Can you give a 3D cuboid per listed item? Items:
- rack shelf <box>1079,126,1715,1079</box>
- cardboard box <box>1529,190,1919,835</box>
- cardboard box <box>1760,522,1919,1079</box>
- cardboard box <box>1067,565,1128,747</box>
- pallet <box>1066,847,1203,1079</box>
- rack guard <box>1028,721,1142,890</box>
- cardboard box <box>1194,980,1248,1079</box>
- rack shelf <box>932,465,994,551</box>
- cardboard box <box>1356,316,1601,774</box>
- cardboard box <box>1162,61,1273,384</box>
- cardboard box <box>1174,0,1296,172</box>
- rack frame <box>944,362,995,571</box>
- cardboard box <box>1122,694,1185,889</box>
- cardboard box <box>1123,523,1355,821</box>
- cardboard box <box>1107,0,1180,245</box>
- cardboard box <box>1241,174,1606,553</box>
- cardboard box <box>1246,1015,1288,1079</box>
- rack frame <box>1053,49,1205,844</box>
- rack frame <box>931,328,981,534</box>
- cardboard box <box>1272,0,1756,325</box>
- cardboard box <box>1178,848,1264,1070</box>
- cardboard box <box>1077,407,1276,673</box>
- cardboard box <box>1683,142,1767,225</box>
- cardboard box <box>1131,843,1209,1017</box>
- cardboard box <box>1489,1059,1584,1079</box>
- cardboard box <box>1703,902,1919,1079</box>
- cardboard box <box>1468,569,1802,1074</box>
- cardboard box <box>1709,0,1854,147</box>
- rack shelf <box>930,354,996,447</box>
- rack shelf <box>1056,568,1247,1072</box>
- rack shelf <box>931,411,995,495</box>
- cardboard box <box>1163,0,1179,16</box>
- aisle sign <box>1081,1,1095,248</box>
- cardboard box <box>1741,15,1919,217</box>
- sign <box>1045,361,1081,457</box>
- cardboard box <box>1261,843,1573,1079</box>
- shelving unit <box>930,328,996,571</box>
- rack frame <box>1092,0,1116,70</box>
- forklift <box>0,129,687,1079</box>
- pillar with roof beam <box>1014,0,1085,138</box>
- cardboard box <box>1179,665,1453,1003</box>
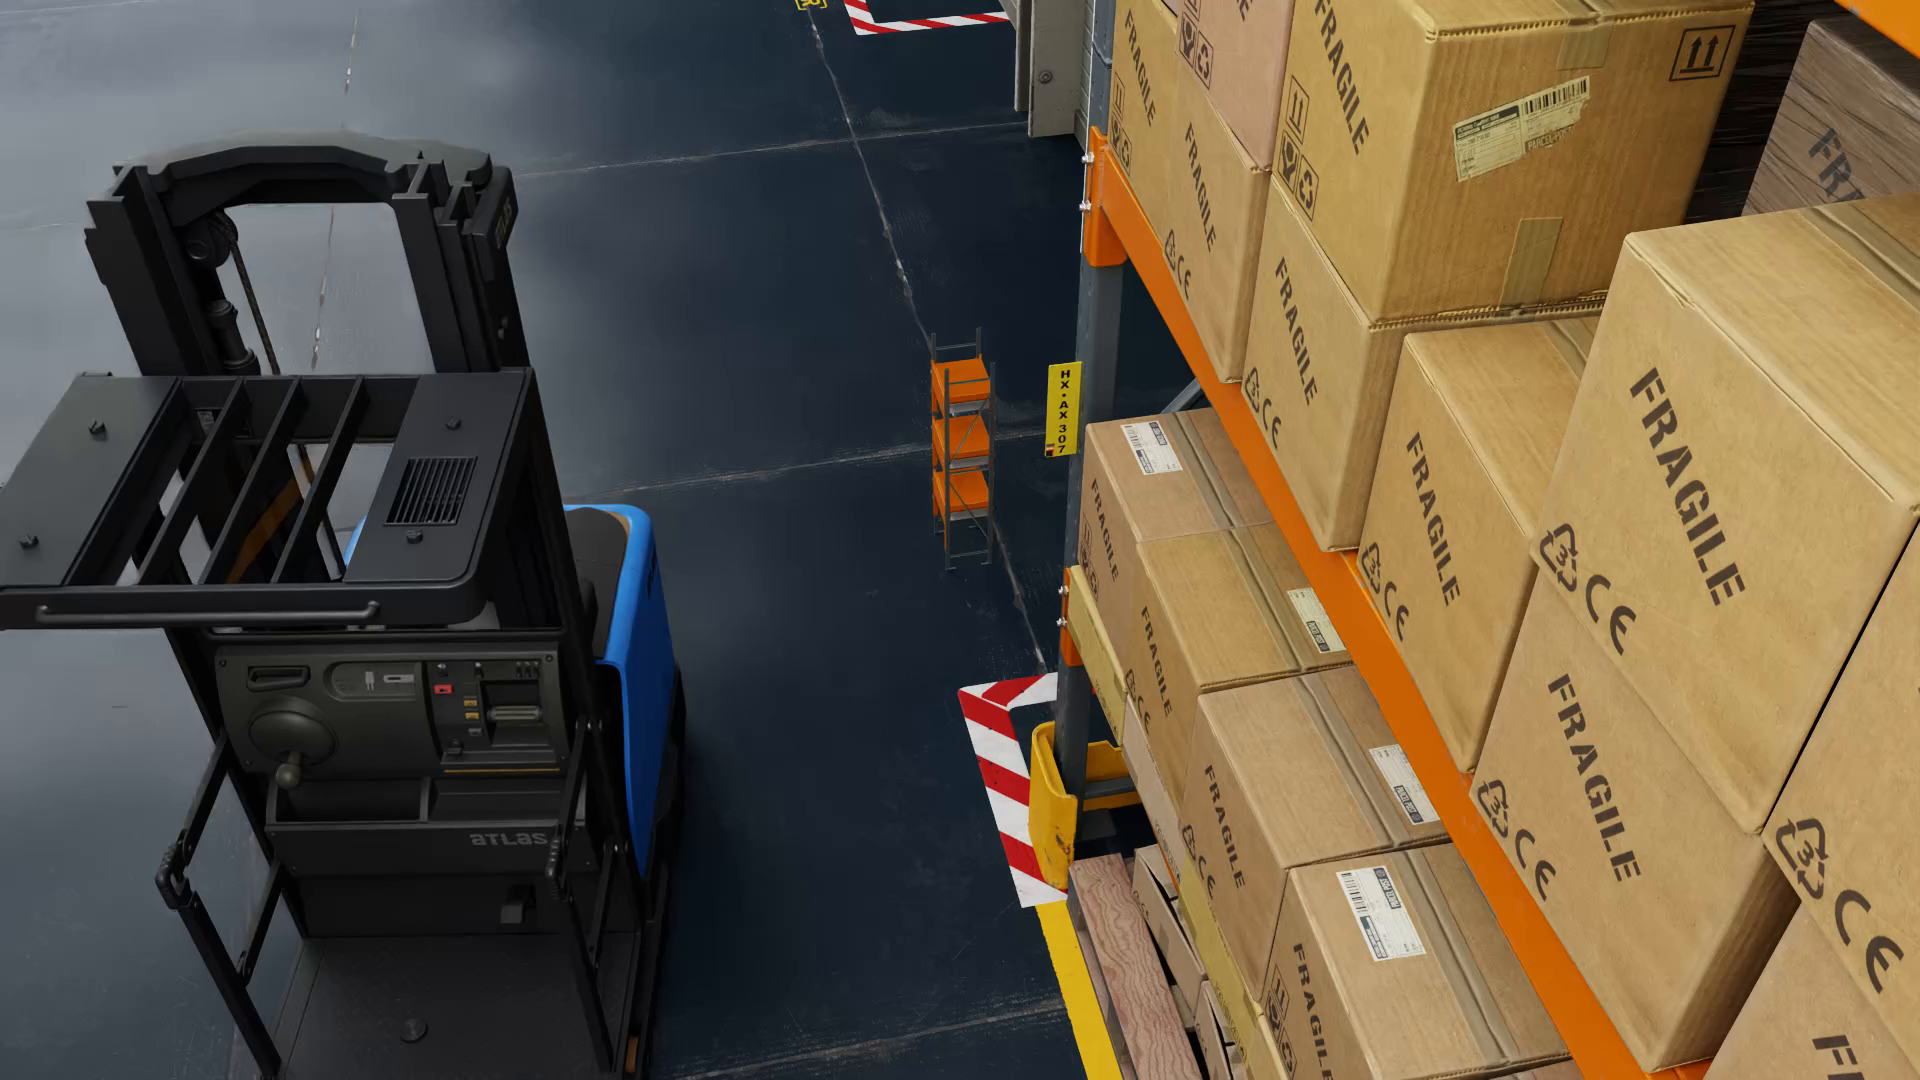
[{"bbox_3d":[1.259,0.319,2.914,1.077,0.370,4.000,-8,42,-9],"label":"rack shelf"},{"bbox_3d":[1.066,-0.050,1.943,0.500,0.500,0.500,-10,43,-11],"label":"cardboard box"},{"bbox_3d":[1.189,0.286,1.566,0.500,0.500,0.500,-6,42,-7],"label":"cardboard box"},{"bbox_3d":[0.623,0.285,4.767,0.500,0.250,0.500,-9,42,-11],"label":"cardboard box"},{"bbox_3d":[0.985,1.499,5.403,1.003,0.211,1.213,-8,42,-9],"label":"pallet"},{"bbox_3d":[0.844,0.859,5.906,1.175,0.500,0.348,-8,42,-9],"label":"rack guard"},{"bbox_3d":[1.012,1.547,4.942,0.500,0.311,0.500,-5,42,-6],"label":"cardboard box"},{"bbox_3d":[0.012,-0.142,7.054,0.215,0.259,0.240,-8,42,-9],"label":"rack shelf"},{"bbox_3d":[0.989,-0.006,2.647,0.500,0.500,0.500,-6,42,-7],"label":"cardboard box"},{"bbox_3d":[0.737,-0.686,3.413,0.500,0.500,0.500,-6,42,-6],"label":"cardboard box"},{"bbox_3d":[0.732,-1.049,3.069,0.500,0.500,0.500,-9,42,-10],"label":"cardboard box"},{"bbox_3d":[0.038,-0.279,6.773,0.200,1.050,0.008,-8,42,-9],"label":"rack frame"},{"bbox_3d":[0.749,0.620,4.390,0.500,0.250,0.500,-10,42,-11],"label":"cardboard box"},{"bbox_3d":[0.734,0.317,4.166,0.500,0.500,0.500,-8,42,-9],"label":"cardboard box"},{"bbox_3d":[0.656,-1.039,3.811,0.500,0.500,0.500,-7,42,-8],"label":"cardboard box"},{"bbox_3d":[0.853,-0.350,3.035,0.500,0.500,0.500,-7,42,-7],"label":"cardboard box"},{"bbox_3d":[0.960,1.279,3.648,0.500,0.250,0.500,-8,42,-9],"label":"cardboard box"},{"bbox_3d":[0.827,-0.125,5.131,1.000,3.000,0.127,-8,42,-9],"label":"rack frame"},{"bbox_3d":[-0.015,-0.437,6.951,0.200,1.050,0.008,-8,42,-9],"label":"rack frame"},{"bbox_3d":[0.854,-0.718,2.697,0.500,0.500,0.500,-7,42,-8],"label":"cardboard box"},{"bbox_3d":[0.853,0.951,4.017,0.500,0.250,0.500,-9,42,-10],"label":"cardboard box"},{"bbox_3d":[0.637,-0.004,4.529,0.500,0.500,0.500,-8,42,-9],"label":"cardboard box"},{"bbox_3d":[1.394,-0.406,3.098,0.500,0.500,0.500,-10,43,-11],"label":"cardboard box"},{"bbox_3d":[0.889,1.177,5.358,0.500,0.311,0.500,-13,43,-14],"label":"cardboard box"},{"bbox_3d":[1.075,1.323,3.033,0.500,0.500,0.500,-9,42,-11],"label":"cardboard box"},{"bbox_3d":[1.244,0.679,1.875,0.500,0.500,0.500,-12,43,-13],"label":"cardboard box"},{"bbox_3d":[1.087,0.326,2.274,0.500,0.500,0.500,-10,43,-11],"label":"cardboard box"},{"bbox_3d":[1.304,-1.072,3.095,0.500,0.500,0.500,-6,42,-7],"label":"cardboard box"},{"bbox_3d":[0.012,-0.562,6.681,0.215,0.259,0.240,-8,42,-9],"label":"rack shelf"},{"bbox_3d":[1.259,1.440,3.910,1.077,0.370,4.000,-8,42,-9],"label":"rack shelf"},{"bbox_3d":[0.012,-0.350,6.869,0.215,0.259,0.240,-8,42,-9],"label":"rack shelf"},{"bbox_3d":[0.674,-1.381,3.443,0.500,0.500,0.500,-11,43,-12],"label":"cardboard box"},{"bbox_3d":[0.519,-1.101,4.273,0.394,0.787,0.004,-8,42,-9],"label":"aisle sign"},{"bbox_3d":[1.490,-0.422,2.363,0.500,0.500,0.500,-8,42,-9],"label":"cardboard box"},{"bbox_3d":[0.298,-0.371,4.756,0.100,0.325,0.005,-8,42,-9],"label":"sign"},{"bbox_3d":[0.962,0.986,3.413,0.500,0.500,0.500,-7,42,-8],"label":"cardboard box"},{"bbox_3d":[0.012,-0.358,6.862,0.215,1.050,0.252,-8,42,-9],"label":"shelving unit"},{"bbox_3d":[0.827,-2.369,3.140,1.000,3.000,0.127,-8,42,-9],"label":"rack frame"},{"bbox_3d":[-1.551,0.563,4.408,1.130,2.935,3.031,-1,42,-1],"label":"forklift"},{"bbox_3d":[-3.675,-5.311,6.455,9.100,9.000,0.400,-8,42,-9],"label":"pillar with roof beam"},{"bbox_3d":[0.839,0.653,3.788,0.500,0.500,0.500,-10,42,-11],"label":"cardboard box"}]
